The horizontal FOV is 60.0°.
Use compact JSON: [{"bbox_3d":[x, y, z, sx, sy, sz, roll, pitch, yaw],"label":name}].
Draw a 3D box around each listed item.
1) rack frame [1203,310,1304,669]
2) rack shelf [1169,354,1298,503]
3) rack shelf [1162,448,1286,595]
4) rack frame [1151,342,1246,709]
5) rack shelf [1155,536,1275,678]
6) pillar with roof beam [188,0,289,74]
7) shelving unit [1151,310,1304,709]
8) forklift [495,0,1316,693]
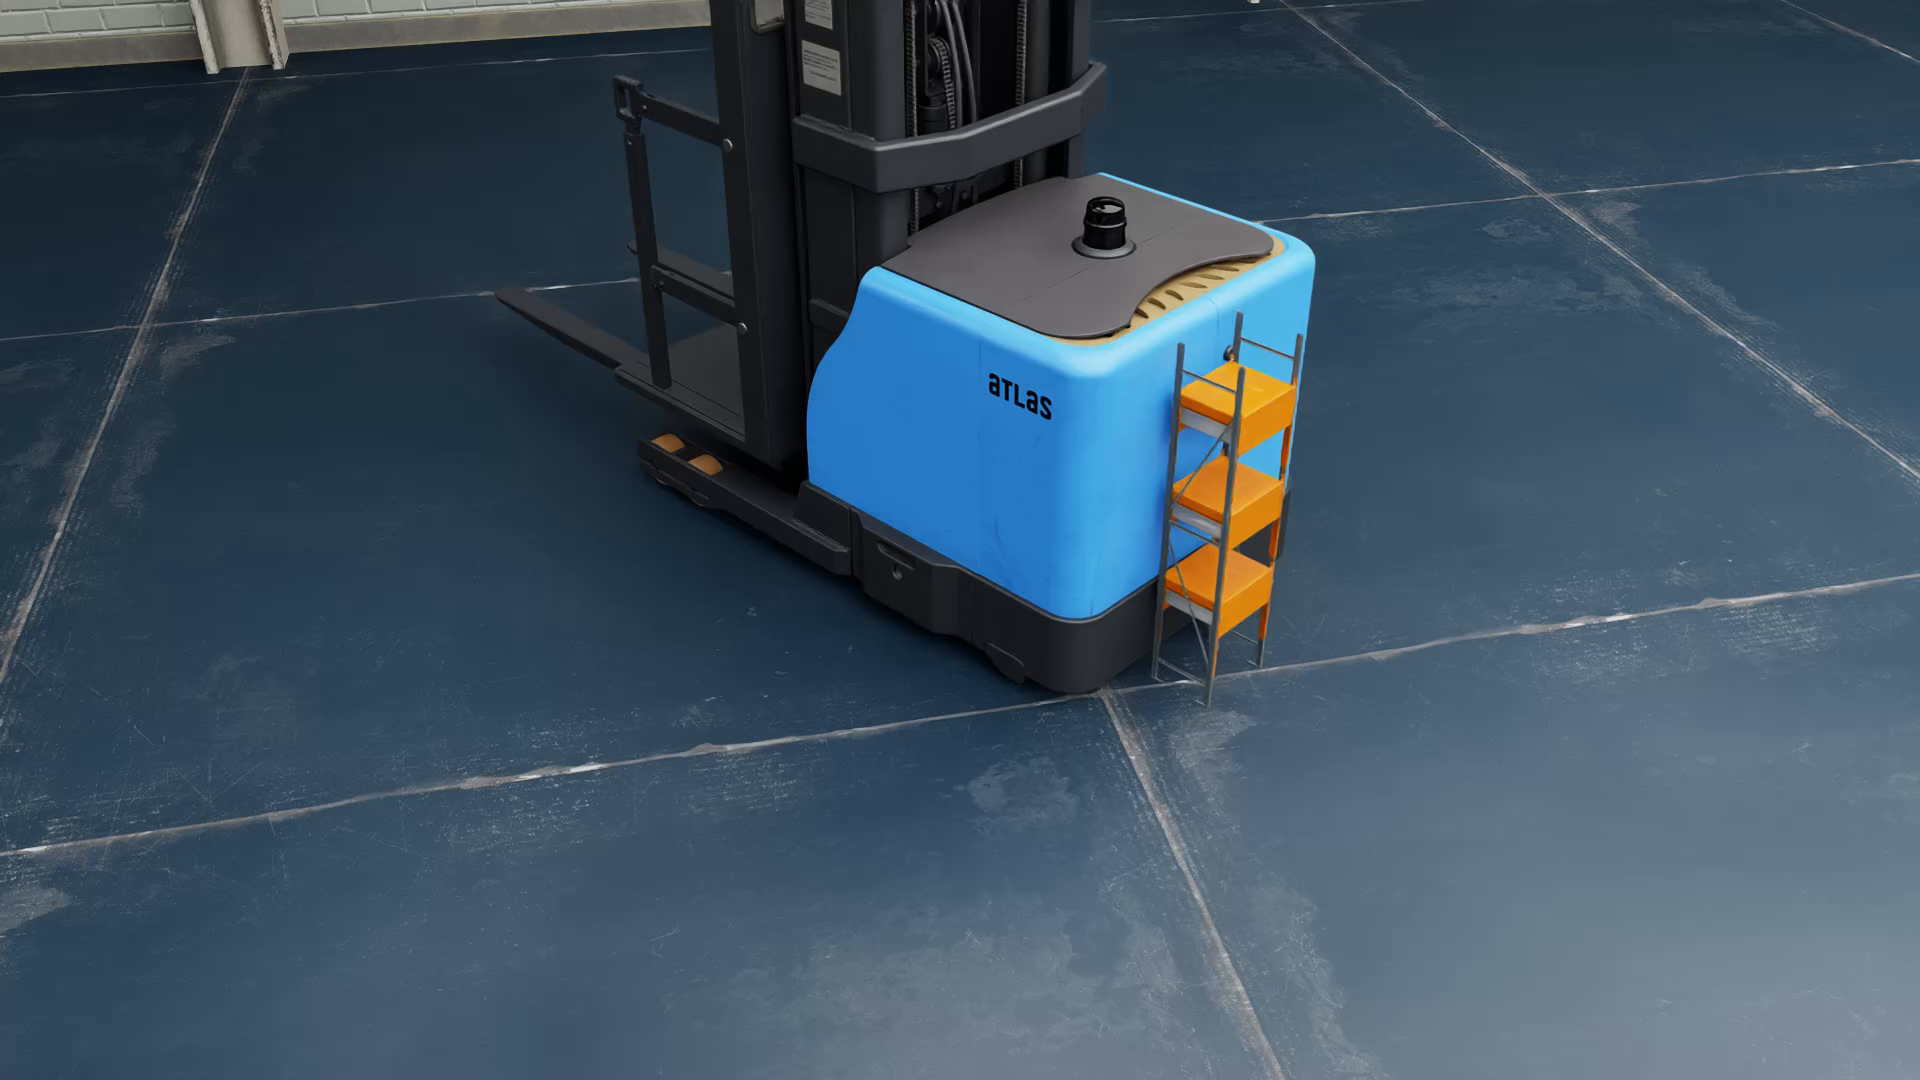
[{"bbox_3d":[0.779,-0.110,4.472,0.200,1.050,0.008,28,43,35],"label":"rack frame"},{"bbox_3d":[0.695,-0.288,4.246,0.215,0.259,0.240,28,43,35],"label":"rack shelf"},{"bbox_3d":[0.695,-0.052,4.404,0.215,0.259,0.240,28,43,35],"label":"rack shelf"},{"bbox_3d":[0.610,-0.012,4.325,0.200,1.050,0.008,28,43,35],"label":"rack frame"},{"bbox_3d":[0.695,0.179,4.559,0.215,0.259,0.240,28,43,35],"label":"rack shelf"},{"bbox_3d":[-2.975,-4.034,3.185,0.400,9.000,9.100,-7,35,-11],"label":"pillar with roof beam"},{"bbox_3d":[0.695,-0.061,4.398,0.215,1.050,0.252,28,43,35],"label":"shelving unit"},{"bbox_3d":[-0.423,-1.512,4.872,3.031,2.935,1.130,28,43,35],"label":"forklift"}]
